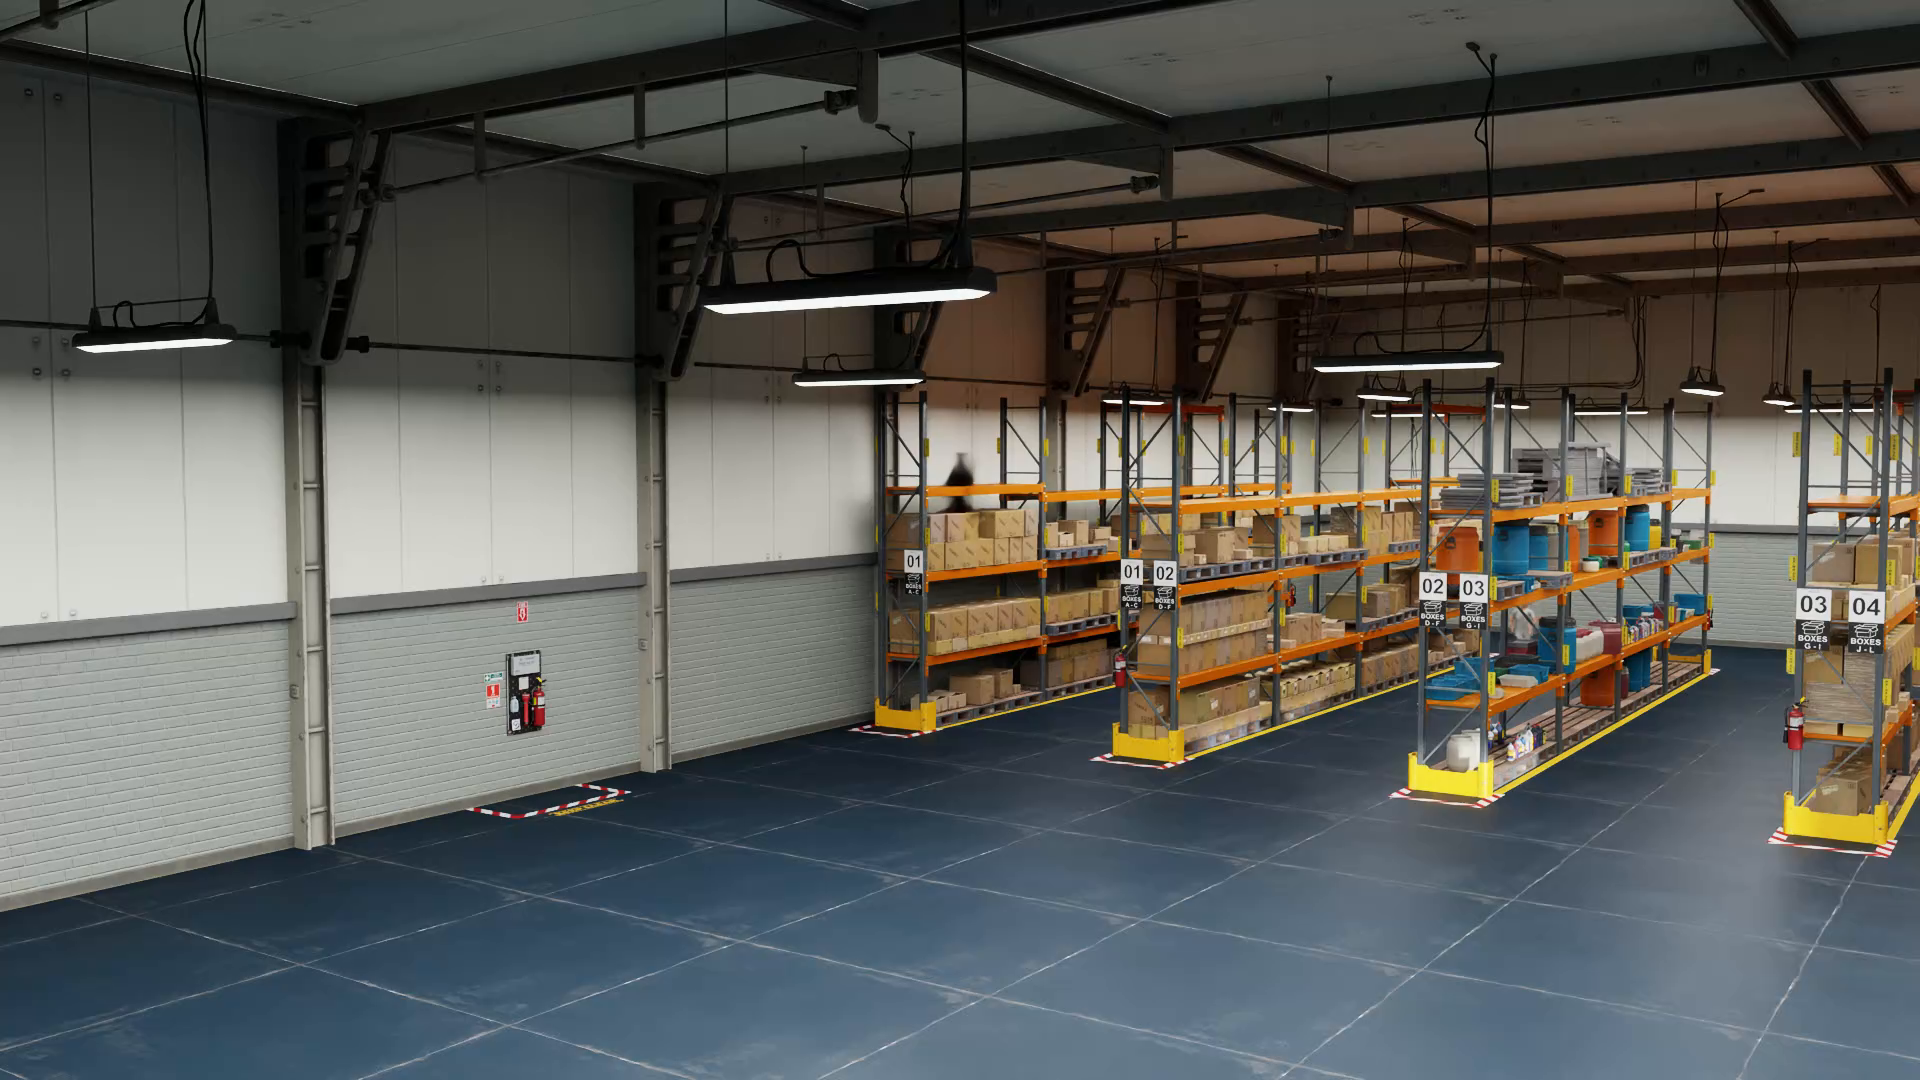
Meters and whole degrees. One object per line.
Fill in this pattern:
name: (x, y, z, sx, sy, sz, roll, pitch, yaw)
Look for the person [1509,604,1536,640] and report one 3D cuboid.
person: (12.733, 2.107, 37.652, 0.591, 1.639, 0.620, 2, 4, 26)
